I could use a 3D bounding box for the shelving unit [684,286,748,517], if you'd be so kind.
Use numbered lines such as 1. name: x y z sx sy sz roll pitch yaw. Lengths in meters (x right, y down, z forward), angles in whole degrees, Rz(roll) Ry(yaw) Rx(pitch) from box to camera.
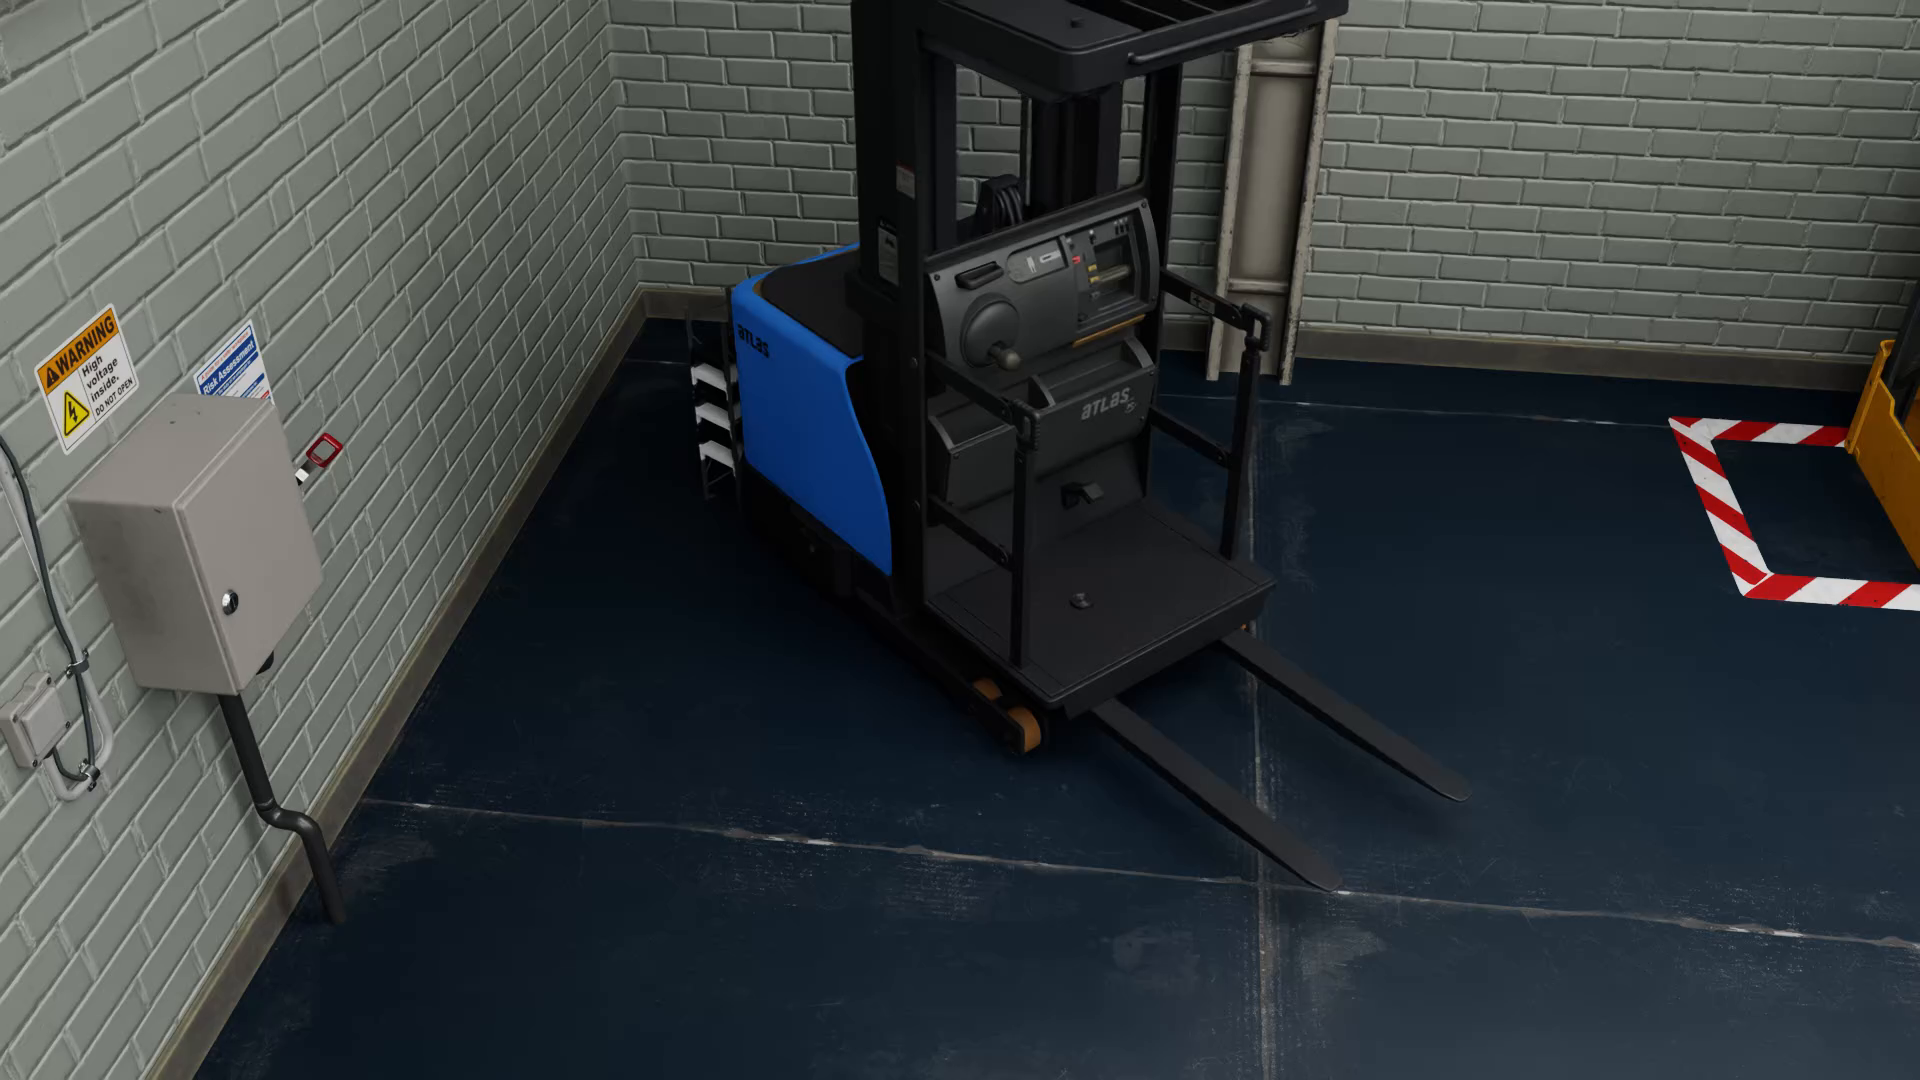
1. shelving unit: -0.916 -0.552 6.749 0.210 0.900 0.258 26 43 31

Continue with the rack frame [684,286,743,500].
1. rack frame: -0.994 -0.590 6.802 0.006 0.900 0.240 26 43 31

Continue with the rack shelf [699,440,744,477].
1. rack shelf: -0.916 -0.379 6.873 0.200 0.077 0.258 26 43 31

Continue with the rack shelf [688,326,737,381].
1. rack shelf: -0.916 -0.745 6.611 0.200 0.077 0.258 26 43 31

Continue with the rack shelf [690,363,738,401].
1. rack shelf: -0.916 -0.672 6.664 0.200 0.077 0.258 26 43 31

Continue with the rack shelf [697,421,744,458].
1. rack shelf: -0.916 -0.452 6.821 0.200 0.077 0.258 26 43 31

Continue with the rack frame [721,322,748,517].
1. rack frame: -0.837 -0.515 6.696 0.006 0.900 0.240 26 43 31

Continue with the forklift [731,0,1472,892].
1. forklift: 0.423 -0.784 5.325 1.130 2.935 3.031 -24 42 -30

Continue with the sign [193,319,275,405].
1. sign: -2.027 -0.332 4.715 0.001 0.494 0.329 4 36 6

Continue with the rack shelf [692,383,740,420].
1. rack shelf: -0.916 -0.598 6.716 0.200 0.077 0.258 26 43 31

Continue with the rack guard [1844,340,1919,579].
1. rack guard: 4.003 -0.305 6.746 0.348 0.500 1.175 4 36 6

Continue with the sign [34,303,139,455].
1. sign: -2.097 -0.390 4.004 0.001 0.242 0.339 4 36 6

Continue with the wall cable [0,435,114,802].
1. wall cable: -2.128 -0.103 3.437 0.122 1.984 0.588 4 36 6

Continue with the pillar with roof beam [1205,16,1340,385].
1. pillar with roof beam: 0.820 -2.008 1.817 0.400 9.000 9.100 4 36 6

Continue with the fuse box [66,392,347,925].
1. fuse box: -1.885 0.454 4.641 0.414 1.711 0.539 4 36 6

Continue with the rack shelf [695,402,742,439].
1. rack shelf: -0.916 -0.525 6.768 0.200 0.077 0.258 26 43 31

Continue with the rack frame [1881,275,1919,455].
1. rack frame: 3.927 -1.328 6.028 0.127 3.000 1.000 4 36 6
